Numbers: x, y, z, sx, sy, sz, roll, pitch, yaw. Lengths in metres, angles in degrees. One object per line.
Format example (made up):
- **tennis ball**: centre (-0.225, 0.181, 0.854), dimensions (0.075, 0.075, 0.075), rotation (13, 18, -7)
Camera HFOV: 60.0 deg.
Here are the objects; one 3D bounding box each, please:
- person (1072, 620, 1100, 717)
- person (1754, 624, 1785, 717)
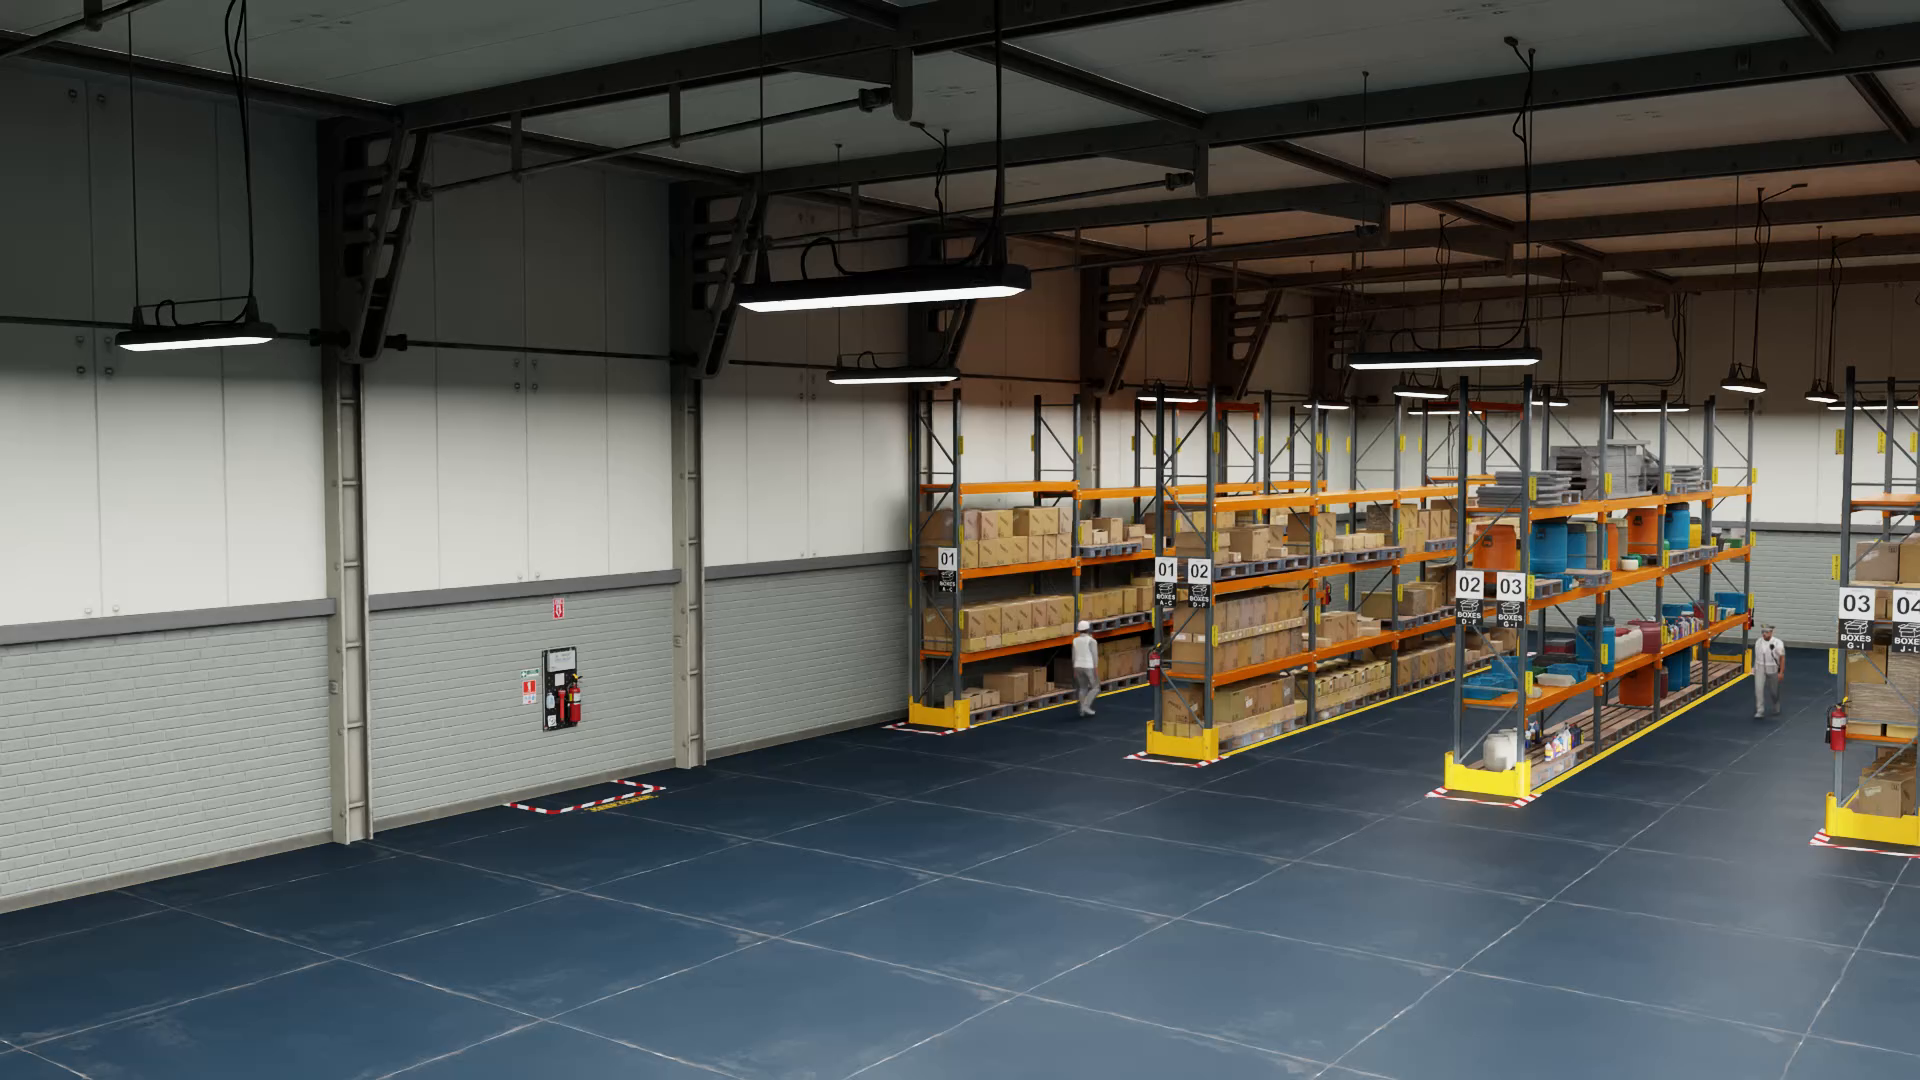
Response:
- **person**: centre (2.298, 2.374, 30.635), dimensions (0.592, 1.771, 0.505), rotation (2, 4, 35)
- **person**: centre (14.923, 2.385, 30.632), dimensions (0.529, 1.713, 0.971), rotation (2, 4, 32)
